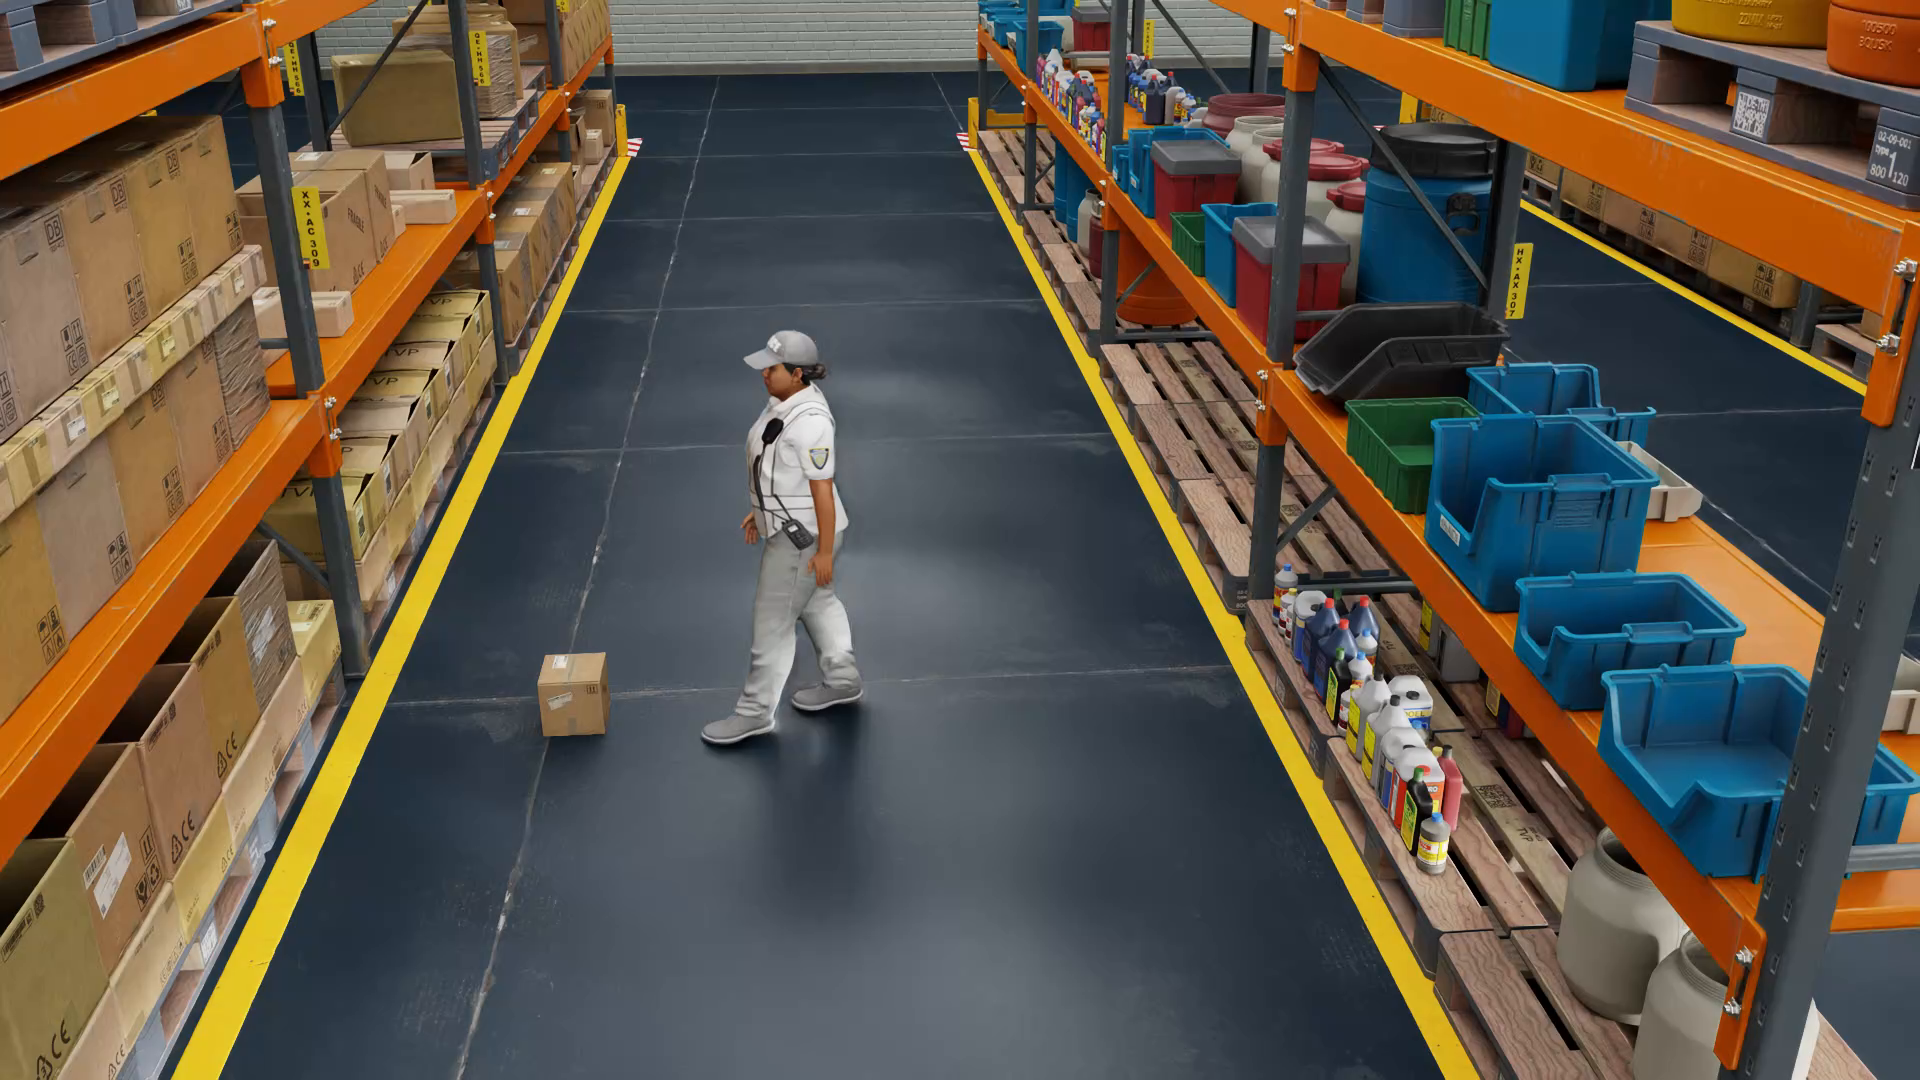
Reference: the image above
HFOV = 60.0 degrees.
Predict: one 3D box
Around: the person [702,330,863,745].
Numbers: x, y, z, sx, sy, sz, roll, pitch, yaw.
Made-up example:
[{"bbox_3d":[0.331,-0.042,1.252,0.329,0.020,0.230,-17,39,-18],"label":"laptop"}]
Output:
[{"bbox_3d":[-0.744,-0.030,6.636,0.691,1.655,0.487,-5,24,-11],"label":"person"}]
